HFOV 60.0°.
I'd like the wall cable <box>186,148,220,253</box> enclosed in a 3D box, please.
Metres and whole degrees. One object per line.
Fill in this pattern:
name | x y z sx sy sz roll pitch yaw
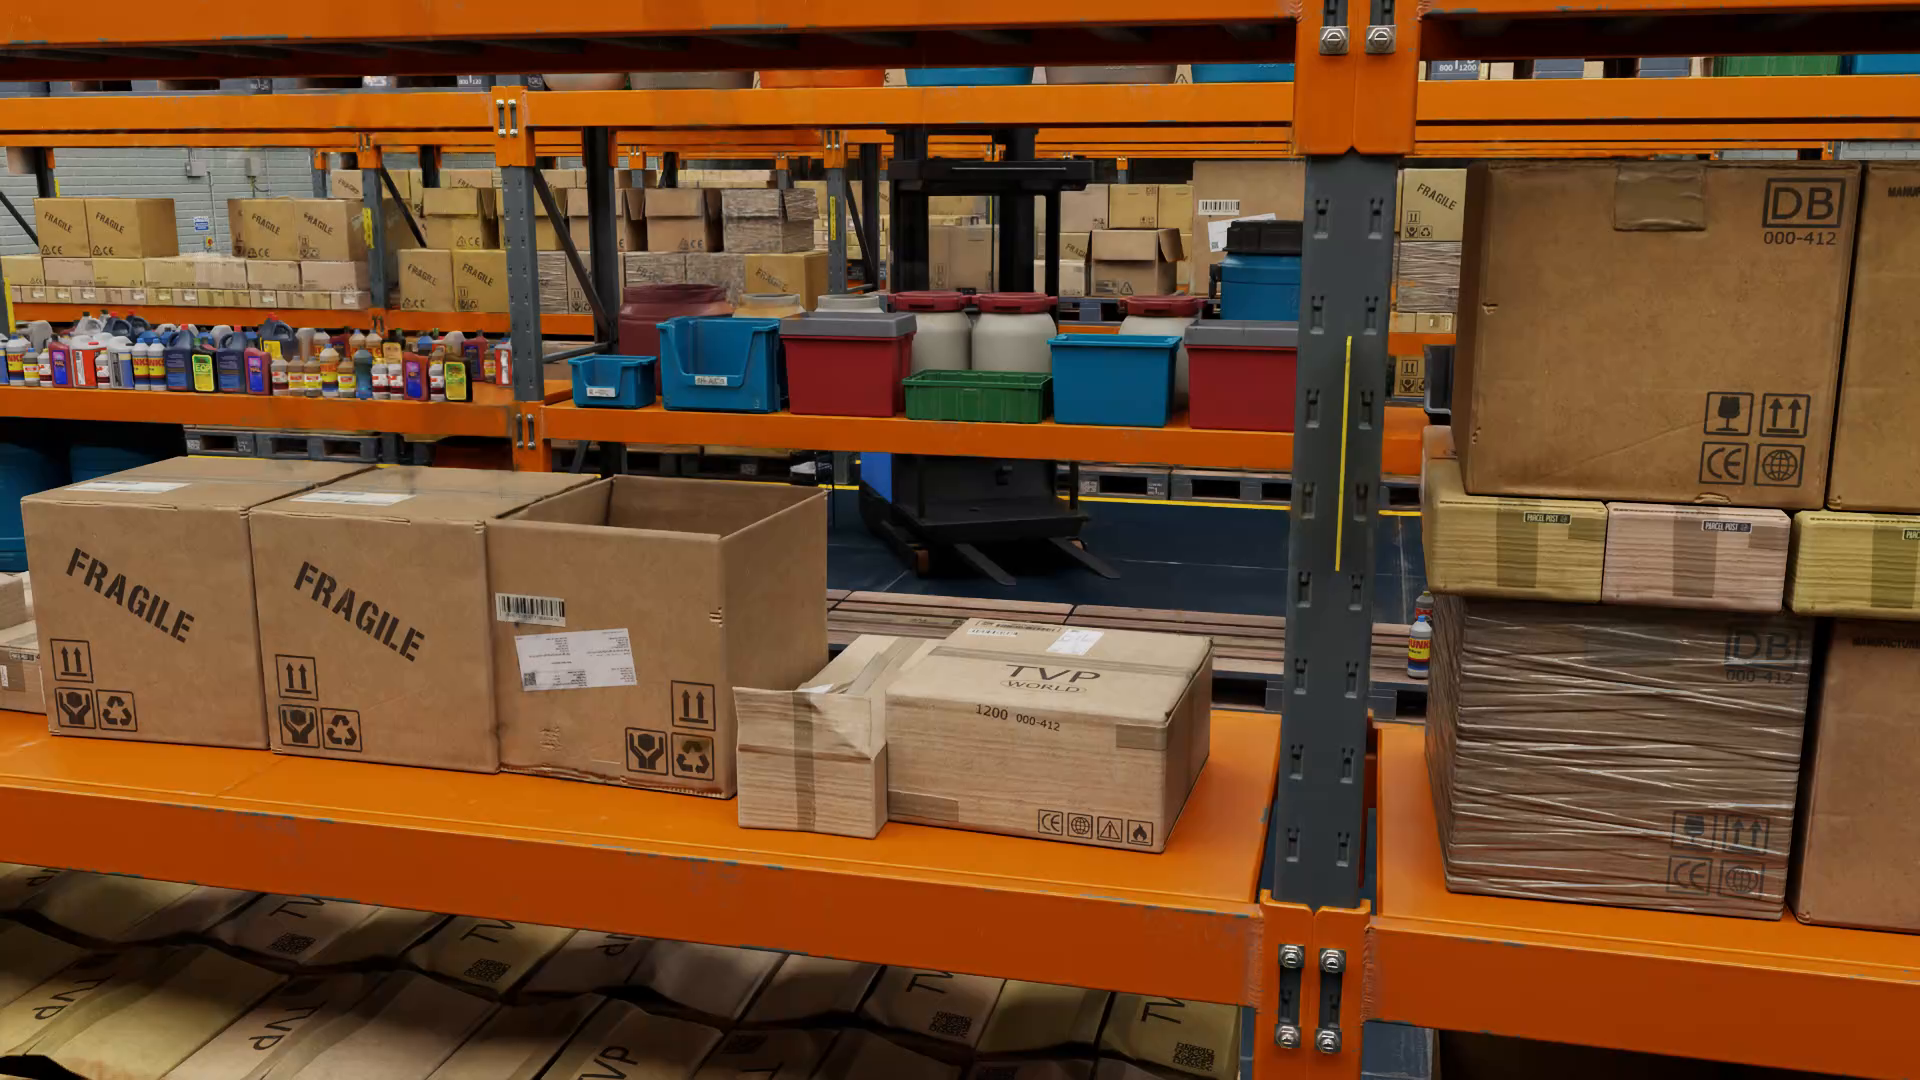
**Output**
wall cable | -11.711 -5.300 25.778 0.123 1.953 0.585 3 13 14

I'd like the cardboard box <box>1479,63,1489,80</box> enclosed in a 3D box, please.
cardboard box | 3.562 -3.299 11.677 0.250 0.149 0.380 2 13 11

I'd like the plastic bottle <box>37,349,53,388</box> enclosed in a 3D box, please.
plastic bottle | -4.900 -0.926 8.940 0.097 0.201 0.097 0 13 0

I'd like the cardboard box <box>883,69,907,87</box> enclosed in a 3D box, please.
cardboard box | -0.444 -3.680 12.587 0.500 0.500 0.500 3 13 14

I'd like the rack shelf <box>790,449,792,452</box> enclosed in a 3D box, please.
rack shelf | -1.020 -0.657 11.441 0.200 0.077 0.258 6 14 25

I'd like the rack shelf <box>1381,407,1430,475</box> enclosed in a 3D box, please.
rack shelf | 3.800 -0.298 7.311 4.000 0.370 1.077 3 13 14

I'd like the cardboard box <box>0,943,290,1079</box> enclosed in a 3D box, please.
cardboard box | -1.771 1.086 3.496 0.500 0.311 0.500 3 13 12

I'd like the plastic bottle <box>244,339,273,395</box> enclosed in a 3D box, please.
plastic bottle | -3.630 -0.894 8.606 0.133 0.283 0.061 3 13 14

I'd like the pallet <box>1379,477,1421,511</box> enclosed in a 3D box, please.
pallet | 3.706 -0.405 12.574 1.213 0.211 1.003 3 13 14

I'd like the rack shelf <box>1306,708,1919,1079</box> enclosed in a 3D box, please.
rack shelf | 2.610 0.744 2.617 4.000 0.370 1.077 3 13 14

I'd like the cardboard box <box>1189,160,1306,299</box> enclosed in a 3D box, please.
cardboard box | 2.307 -2.363 12.603 1.000 1.000 1.000 3 13 14

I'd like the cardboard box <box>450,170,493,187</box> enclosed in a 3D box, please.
cardboard box | -5.460 -3.975 19.001 0.500 0.500 0.500 3 13 12

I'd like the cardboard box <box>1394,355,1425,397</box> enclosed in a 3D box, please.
cardboard box | 4.925 -1.952 17.044 0.875 0.875 0.875 3 13 14

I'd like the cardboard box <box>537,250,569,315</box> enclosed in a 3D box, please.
cardboard box | -3.361 -2.130 13.677 0.500 0.500 0.500 3 13 12

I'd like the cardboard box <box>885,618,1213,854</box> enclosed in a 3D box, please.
cardboard box | 0.180 0.346 3.096 0.500 0.250 0.500 4 13 17

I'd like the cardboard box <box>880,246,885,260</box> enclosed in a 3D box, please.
cardboard box | -0.873 -3.091 17.851 0.250 0.149 0.380 3 13 13

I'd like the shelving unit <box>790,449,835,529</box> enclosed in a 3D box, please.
shelving unit | -1.020 -0.514 11.473 0.210 0.900 0.258 6 14 25

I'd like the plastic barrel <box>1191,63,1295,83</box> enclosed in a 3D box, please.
plastic barrel | 1.313 -2.442 7.235 0.708 0.901 0.600 3 13 14

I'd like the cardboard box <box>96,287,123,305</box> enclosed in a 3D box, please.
cardboard box | -7.342 -2.153 14.595 0.250 0.149 0.380 3 13 12

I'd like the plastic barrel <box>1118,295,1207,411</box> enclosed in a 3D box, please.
plastic barrel | 0.982 -0.915 8.117 0.433 0.535 0.433 0 13 0

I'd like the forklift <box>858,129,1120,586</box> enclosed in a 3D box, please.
forklift | 0.166 -1.301 10.330 1.130 2.935 3.031 -3 13 -15

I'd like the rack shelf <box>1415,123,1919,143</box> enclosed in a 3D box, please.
rack shelf | 4.987 -2.804 11.680 4.000 0.370 1.077 3 13 14

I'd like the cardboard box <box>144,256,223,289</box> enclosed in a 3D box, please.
cardboard box | -6.703 -2.329 14.464 0.500 0.250 0.500 3 13 12

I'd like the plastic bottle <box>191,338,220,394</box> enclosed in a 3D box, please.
plastic bottle | -3.939 -0.910 8.681 0.133 0.283 0.061 3 13 14

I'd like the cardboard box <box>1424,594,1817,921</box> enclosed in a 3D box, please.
cardboard box | 1.100 0.262 2.898 0.500 0.500 0.700 3 13 12

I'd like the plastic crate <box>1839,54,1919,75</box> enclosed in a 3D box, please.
plastic crate | 3.818 -2.037 6.602 0.575 0.384 0.392 3 13 14

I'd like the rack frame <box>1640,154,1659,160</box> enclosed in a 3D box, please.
rack frame | 10.489 -4.715 25.558 0.127 3.000 1.000 3 13 14

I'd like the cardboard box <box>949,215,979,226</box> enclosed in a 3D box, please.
cardboard box | 0.042 -3.477 18.218 0.250 0.149 0.380 3 13 14

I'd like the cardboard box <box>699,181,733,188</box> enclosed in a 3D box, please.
cardboard box | -3.362 -4.825 23.515 0.500 0.500 0.500 3 13 13

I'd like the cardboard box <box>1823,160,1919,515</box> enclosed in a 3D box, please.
cardboard box | 1.591 -0.346 2.640 0.500 0.500 0.700 3 13 13

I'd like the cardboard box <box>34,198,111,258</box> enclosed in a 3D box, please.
cardboard box | -7.719 -2.747 14.620 0.500 0.500 0.500 3 13 12

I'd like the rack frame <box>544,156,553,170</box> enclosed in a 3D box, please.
rack frame | -6.231 -4.501 24.595 0.127 3.000 1.000 3 13 14

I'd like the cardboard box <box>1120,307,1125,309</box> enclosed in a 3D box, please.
cardboard box | 2.082 -2.976 22.821 0.625 0.372 0.950 2 13 10

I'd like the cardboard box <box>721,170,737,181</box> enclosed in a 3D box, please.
cardboard box | -3.192 -5.147 23.472 0.250 0.149 0.380 3 13 14

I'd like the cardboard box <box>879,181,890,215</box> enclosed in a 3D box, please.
cardboard box | -1.002 -4.700 22.952 0.500 0.500 0.500 3 13 12

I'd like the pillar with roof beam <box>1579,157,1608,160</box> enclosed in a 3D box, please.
pillar with roof beam | 8.997 -6.964 21.845 0.400 9.000 9.100 3 13 14

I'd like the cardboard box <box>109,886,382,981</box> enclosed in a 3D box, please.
cardboard box | -1.652 0.973 4.008 0.500 0.311 0.500 3 13 13

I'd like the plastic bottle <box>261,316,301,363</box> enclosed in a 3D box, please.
plastic bottle | -3.774 -1.069 9.239 0.185 0.351 0.144 3 13 14

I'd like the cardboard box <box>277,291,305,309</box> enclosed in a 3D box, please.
cardboard box | -5.596 -2.060 14.175 0.250 0.149 0.380 3 13 13

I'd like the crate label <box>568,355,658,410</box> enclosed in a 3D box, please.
crate label | -1.706 -0.778 8.200 0.416 0.233 0.303 3 13 14

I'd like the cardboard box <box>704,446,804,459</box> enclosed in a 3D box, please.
cardboard box | -1.503 -1.210 13.696 0.875 0.875 1.225 2 13 11

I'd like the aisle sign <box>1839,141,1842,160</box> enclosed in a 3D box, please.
aisle sign | 8.212 -3.827 15.554 0.004 0.787 0.394 3 13 14

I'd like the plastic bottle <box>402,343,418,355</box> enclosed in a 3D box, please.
plastic bottle | -3.053 -0.996 9.258 0.097 0.201 0.097 0 13 0

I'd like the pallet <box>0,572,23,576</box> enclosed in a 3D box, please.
pallet | -5.169 0.242 9.654 1.213 0.211 1.003 3 13 14

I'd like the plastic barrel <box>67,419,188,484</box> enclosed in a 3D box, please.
plastic barrel | -4.697 -0.280 9.445 0.708 0.901 0.600 3 13 14

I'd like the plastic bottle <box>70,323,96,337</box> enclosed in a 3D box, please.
plastic bottle | -5.094 -1.136 9.714 0.135 0.276 0.152 3 13 14

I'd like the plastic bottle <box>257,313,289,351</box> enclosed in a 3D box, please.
plastic bottle | -3.868 -1.108 9.415 0.185 0.351 0.144 3 13 14

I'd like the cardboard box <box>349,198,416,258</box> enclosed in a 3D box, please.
cardboard box | -5.126 -2.726 14.523 0.500 0.500 0.500 3 13 14

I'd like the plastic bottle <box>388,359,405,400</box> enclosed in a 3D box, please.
plastic bottle | -2.852 -0.816 8.446 0.097 0.201 0.097 0 13 0

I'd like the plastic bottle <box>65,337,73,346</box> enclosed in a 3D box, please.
plastic bottle | -5.106 -1.072 9.599 0.097 0.201 0.097 0 13 0

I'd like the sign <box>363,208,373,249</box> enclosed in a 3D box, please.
sign | -4.853 -2.554 13.638 0.005 0.325 0.100 3 13 14

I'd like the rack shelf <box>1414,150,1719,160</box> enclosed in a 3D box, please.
rack shelf | 7.361 -4.887 21.073 4.000 0.370 1.077 3 13 14

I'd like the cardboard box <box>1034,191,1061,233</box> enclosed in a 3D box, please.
cardboard box | 0.882 -3.551 17.775 0.500 0.500 0.700 3 13 13

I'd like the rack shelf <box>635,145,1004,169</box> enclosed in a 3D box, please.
rack shelf | -1.494 -4.256 18.229 4.000 0.370 1.077 3 13 14

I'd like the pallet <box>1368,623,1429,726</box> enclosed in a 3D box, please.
pallet | 2.500 0.652 7.806 1.213 0.211 1.003 3 13 14

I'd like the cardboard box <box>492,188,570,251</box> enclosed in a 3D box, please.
cardboard box | -3.436 -2.678 13.834 0.637 0.503 0.797 3 13 14

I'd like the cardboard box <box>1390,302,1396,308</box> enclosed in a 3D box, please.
cardboard box | 3.324 -1.722 12.651 0.250 0.149 0.380 3 13 14
